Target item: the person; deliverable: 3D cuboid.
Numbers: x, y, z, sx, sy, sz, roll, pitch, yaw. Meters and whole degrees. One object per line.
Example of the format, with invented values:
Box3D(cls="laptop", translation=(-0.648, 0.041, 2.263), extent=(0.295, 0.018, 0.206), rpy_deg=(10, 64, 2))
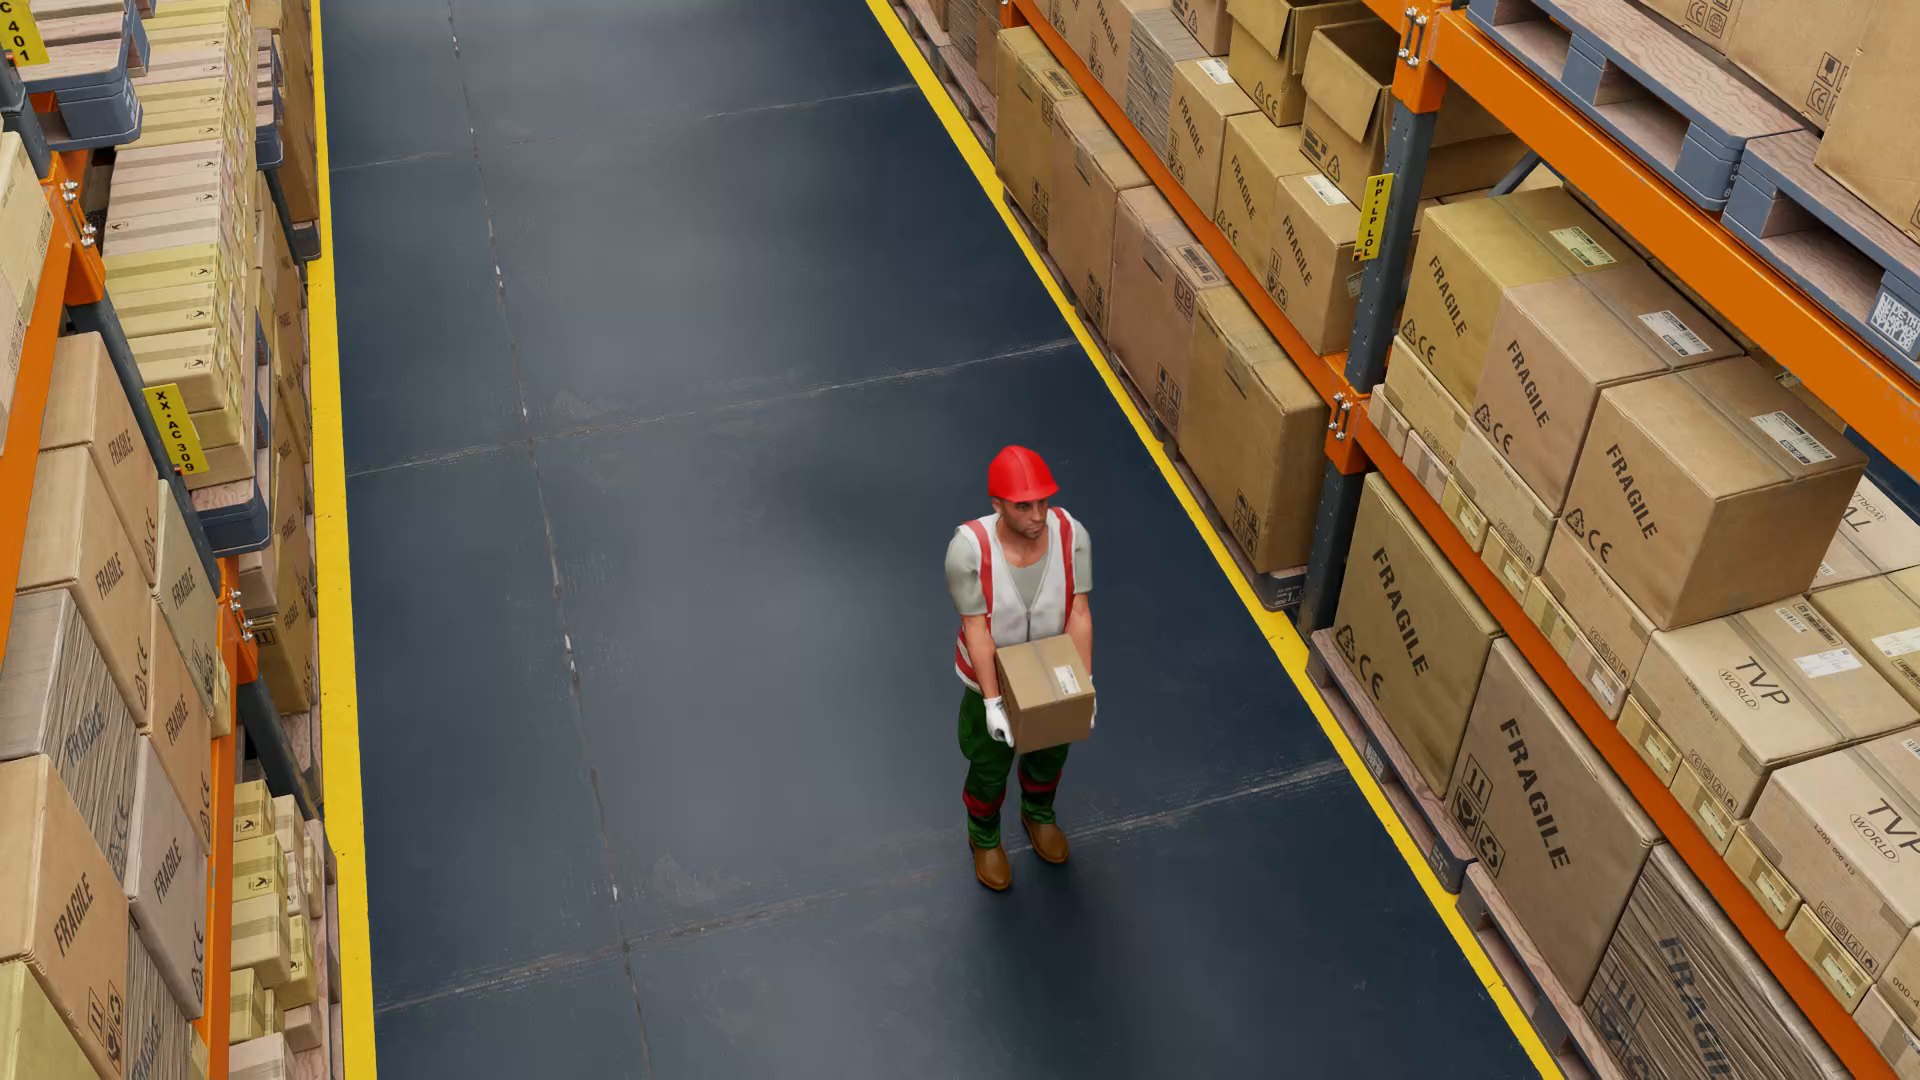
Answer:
Box3D(cls="person", translation=(0.228, 0.503, 5.586), extent=(0.493, 1.782, 0.563), rpy_deg=(-11, 43, -12))
